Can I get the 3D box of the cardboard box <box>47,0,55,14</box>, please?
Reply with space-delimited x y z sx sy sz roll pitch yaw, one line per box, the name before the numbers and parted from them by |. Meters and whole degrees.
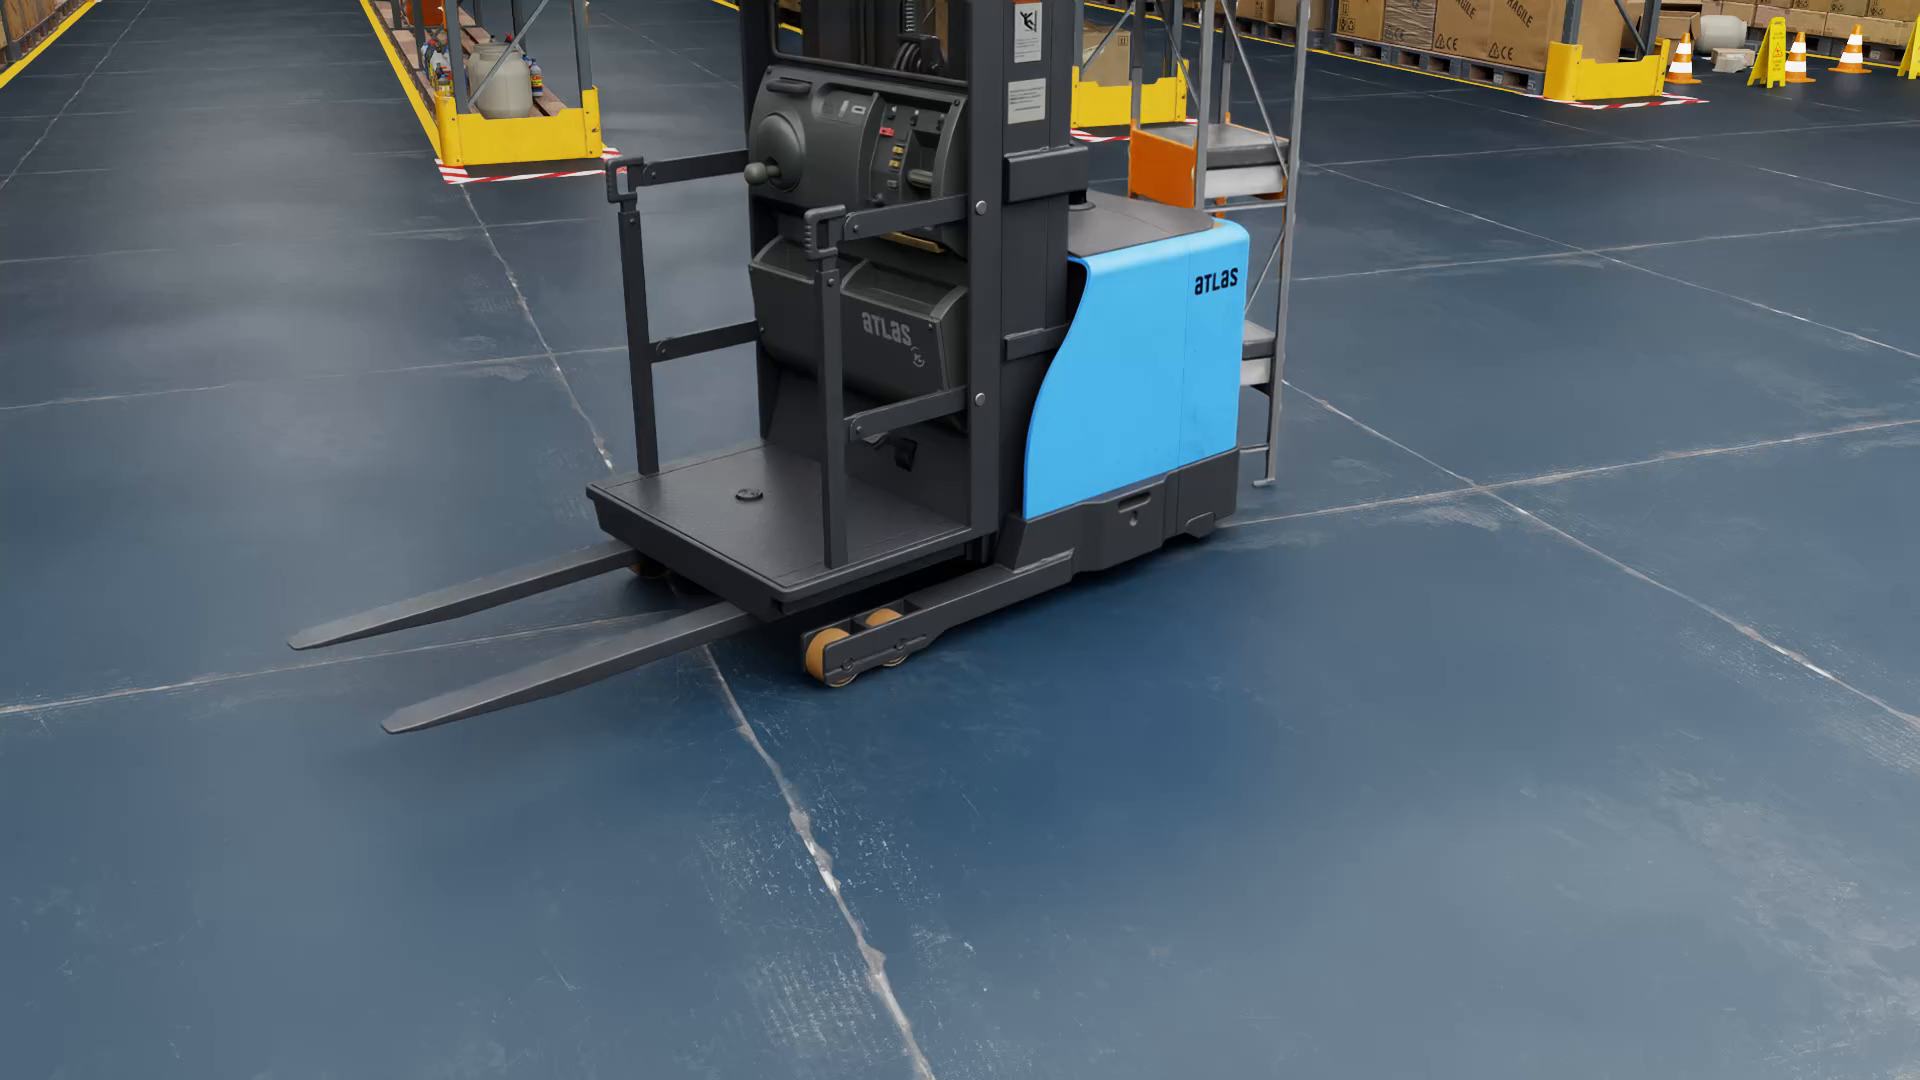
cardboard box | -11.683 -6.856 20.806 0.500 0.500 0.500 -8 24 -19

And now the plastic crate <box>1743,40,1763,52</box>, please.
plastic crate | 9.029 -5.728 19.236 0.402 0.080 0.583 -18 29 -37

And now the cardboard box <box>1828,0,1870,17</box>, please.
cardboard box | 9.940 -6.019 18.203 0.500 0.500 0.500 -7 24 -17

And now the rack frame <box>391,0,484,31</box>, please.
rack frame | -6.077 -7.170 18.899 1.000 3.000 0.127 -8 24 -19

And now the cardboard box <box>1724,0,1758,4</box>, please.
cardboard box | 9.397 -6.584 19.542 0.500 0.500 0.500 -7 24 -17

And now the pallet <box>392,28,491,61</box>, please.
pallet | -5.839 -5.598 18.761 1.003 0.211 1.213 -8 24 -19

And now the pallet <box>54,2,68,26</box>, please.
pallet | -12.367 -6.910 21.873 1.003 0.211 1.213 -8 24 -19

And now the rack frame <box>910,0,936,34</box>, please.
rack frame | -0.030 -6.396 17.064 1.000 3.000 0.127 -8 24 -19

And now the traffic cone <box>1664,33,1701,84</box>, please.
traffic cone | 7.200 -4.805 16.555 0.336 0.463 0.334 -8 24 -19

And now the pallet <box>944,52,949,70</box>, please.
pallet | 0.240 -4.872 17.038 1.003 0.211 1.213 -8 24 -19

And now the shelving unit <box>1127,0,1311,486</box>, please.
shelving unit | 0.900 -1.245 5.997 0.431 2.100 0.503 -9 24 -20

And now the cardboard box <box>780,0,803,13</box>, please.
cardboard box | -1.667 -7.318 21.445 1.225 0.875 0.875 -10 25 -21

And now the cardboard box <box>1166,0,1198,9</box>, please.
cardboard box | 3.364 -7.417 21.840 1.050 0.750 0.750 -9 24 -20

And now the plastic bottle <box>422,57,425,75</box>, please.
plastic bottle | -4.925 -4.417 15.404 0.097 0.201 0.097 0 23 0

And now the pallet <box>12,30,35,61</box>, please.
pallet | -10.940 -5.483 18.488 1.003 0.211 1.213 -8 24 -19

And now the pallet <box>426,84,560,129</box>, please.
pallet | -4.030 -3.738 14.347 1.003 0.211 1.213 -8 24 -19

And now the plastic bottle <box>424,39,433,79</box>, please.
plastic bottle | -4.767 -4.348 15.049 0.144 0.351 0.185 -8 24 -18

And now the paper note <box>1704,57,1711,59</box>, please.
paper note | 8.298 -5.329 18.368 0.148 0.019 0.142 0 23 -1

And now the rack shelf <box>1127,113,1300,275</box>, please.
rack shelf | 0.900 -1.233 6.002 0.431 0.518 0.480 -9 24 -20

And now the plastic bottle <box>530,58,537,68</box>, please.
plastic bottle | -3.662 -4.001 14.311 0.061 0.283 0.133 -8 24 -18

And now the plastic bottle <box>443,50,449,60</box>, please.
plastic bottle | -4.602 -4.276 14.979 0.097 0.271 0.097 0 23 0

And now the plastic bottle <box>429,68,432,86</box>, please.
plastic bottle | -4.622 -4.105 14.664 0.097 0.201 0.097 0 23 0

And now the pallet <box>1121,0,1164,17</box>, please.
pallet | 2.958 -7.493 23.255 1.003 0.211 1.213 -8 24 -19

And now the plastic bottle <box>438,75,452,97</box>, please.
plastic bottle | -4.309 -3.784 13.901 0.097 0.201 0.097 0 23 0

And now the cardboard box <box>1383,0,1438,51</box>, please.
cardboard box | 5.125 -5.689 17.581 0.875 0.875 0.875 -8 24 -19

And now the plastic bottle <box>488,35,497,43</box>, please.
plastic bottle | -4.301 -4.484 15.372 0.144 0.351 0.185 -8 24 -19

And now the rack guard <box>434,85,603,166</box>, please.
rack guard | -3.321 -3.133 12.539 1.175 0.500 0.348 -8 24 -19

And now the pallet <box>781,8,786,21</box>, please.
pallet | -2.078 -7.304 22.808 1.003 0.211 1.213 -8 24 -19

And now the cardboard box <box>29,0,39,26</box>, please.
cardboard box | -11.157 -6.309 19.507 0.500 0.500 0.500 -9 25 -21

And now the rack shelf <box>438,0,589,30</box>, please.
rack shelf | -3.957 -4.658 13.867 1.077 0.370 4.000 -8 24 -19

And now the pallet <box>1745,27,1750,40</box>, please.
pallet | 9.511 -6.232 20.264 1.003 0.211 1.213 -8 24 -19

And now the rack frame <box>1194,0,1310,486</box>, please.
rack frame | 0.991 -1.158 5.788 0.400 2.100 0.015 -9 24 -20

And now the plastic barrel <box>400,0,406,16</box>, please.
plastic barrel | -6.664 -6.838 20.676 0.600 0.588 0.708 -8 24 -19

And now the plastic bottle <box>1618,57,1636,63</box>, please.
plastic bottle | 7.153 -5.154 17.901 0.133 0.061 0.283 -18 29 -37

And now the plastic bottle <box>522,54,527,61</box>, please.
plastic bottle | -3.827 -4.145 14.668 0.097 0.271 0.097 0 23 0

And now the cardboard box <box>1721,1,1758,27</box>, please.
cardboard box | 9.396 -6.239 19.689 0.500 0.250 0.500 -7 24 -16

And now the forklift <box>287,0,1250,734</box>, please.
forklift | -0.474 -1.159 4.727 3.031 2.935 1.130 -19 29 -37

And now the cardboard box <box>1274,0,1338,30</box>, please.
cardboard box | 4.343 -6.410 19.452 1.050 0.750 0.750 -8 24 -19

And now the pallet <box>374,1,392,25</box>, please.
pallet | -7.256 -7.052 22.211 1.003 0.211 1.213 -8 24 -19

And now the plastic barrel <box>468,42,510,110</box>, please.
plastic barrel | -3.732 -3.721 13.379 0.421 0.512 0.421 0 23 0

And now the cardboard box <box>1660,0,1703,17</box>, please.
cardboard box | 8.347 -6.029 19.408 0.500 0.500 0.500 8 24 18

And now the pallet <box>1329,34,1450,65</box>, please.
pallet | 4.841 -5.468 18.452 1.003 0.211 1.213 -8 24 -19

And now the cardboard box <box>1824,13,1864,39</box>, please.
cardboard box | 9.941 -5.675 18.352 0.500 0.250 0.500 -8 24 -19

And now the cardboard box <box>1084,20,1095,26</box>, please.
cardboard box | 0.935 -4.426 15.067 0.500 0.500 0.500 -2 23 -5

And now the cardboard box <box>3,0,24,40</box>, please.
cardboard box | -10.605 -5.747 18.176 0.500 0.500 0.500 -7 24 -17

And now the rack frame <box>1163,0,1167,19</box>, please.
rack frame | 3.233 -8.493 22.039 1.000 3.000 0.127 -8 24 -19

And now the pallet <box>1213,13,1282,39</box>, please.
pallet | 3.868 -6.469 20.827 1.003 0.211 1.213 -8 24 -19

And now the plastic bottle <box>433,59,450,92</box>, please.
plastic bottle | -4.422 -3.964 14.233 0.152 0.276 0.135 -9 24 -20

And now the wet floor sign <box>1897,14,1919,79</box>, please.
wet floor sign | 9.720 -5.002 16.786 0.267 0.644 0.232 0 23 -1
